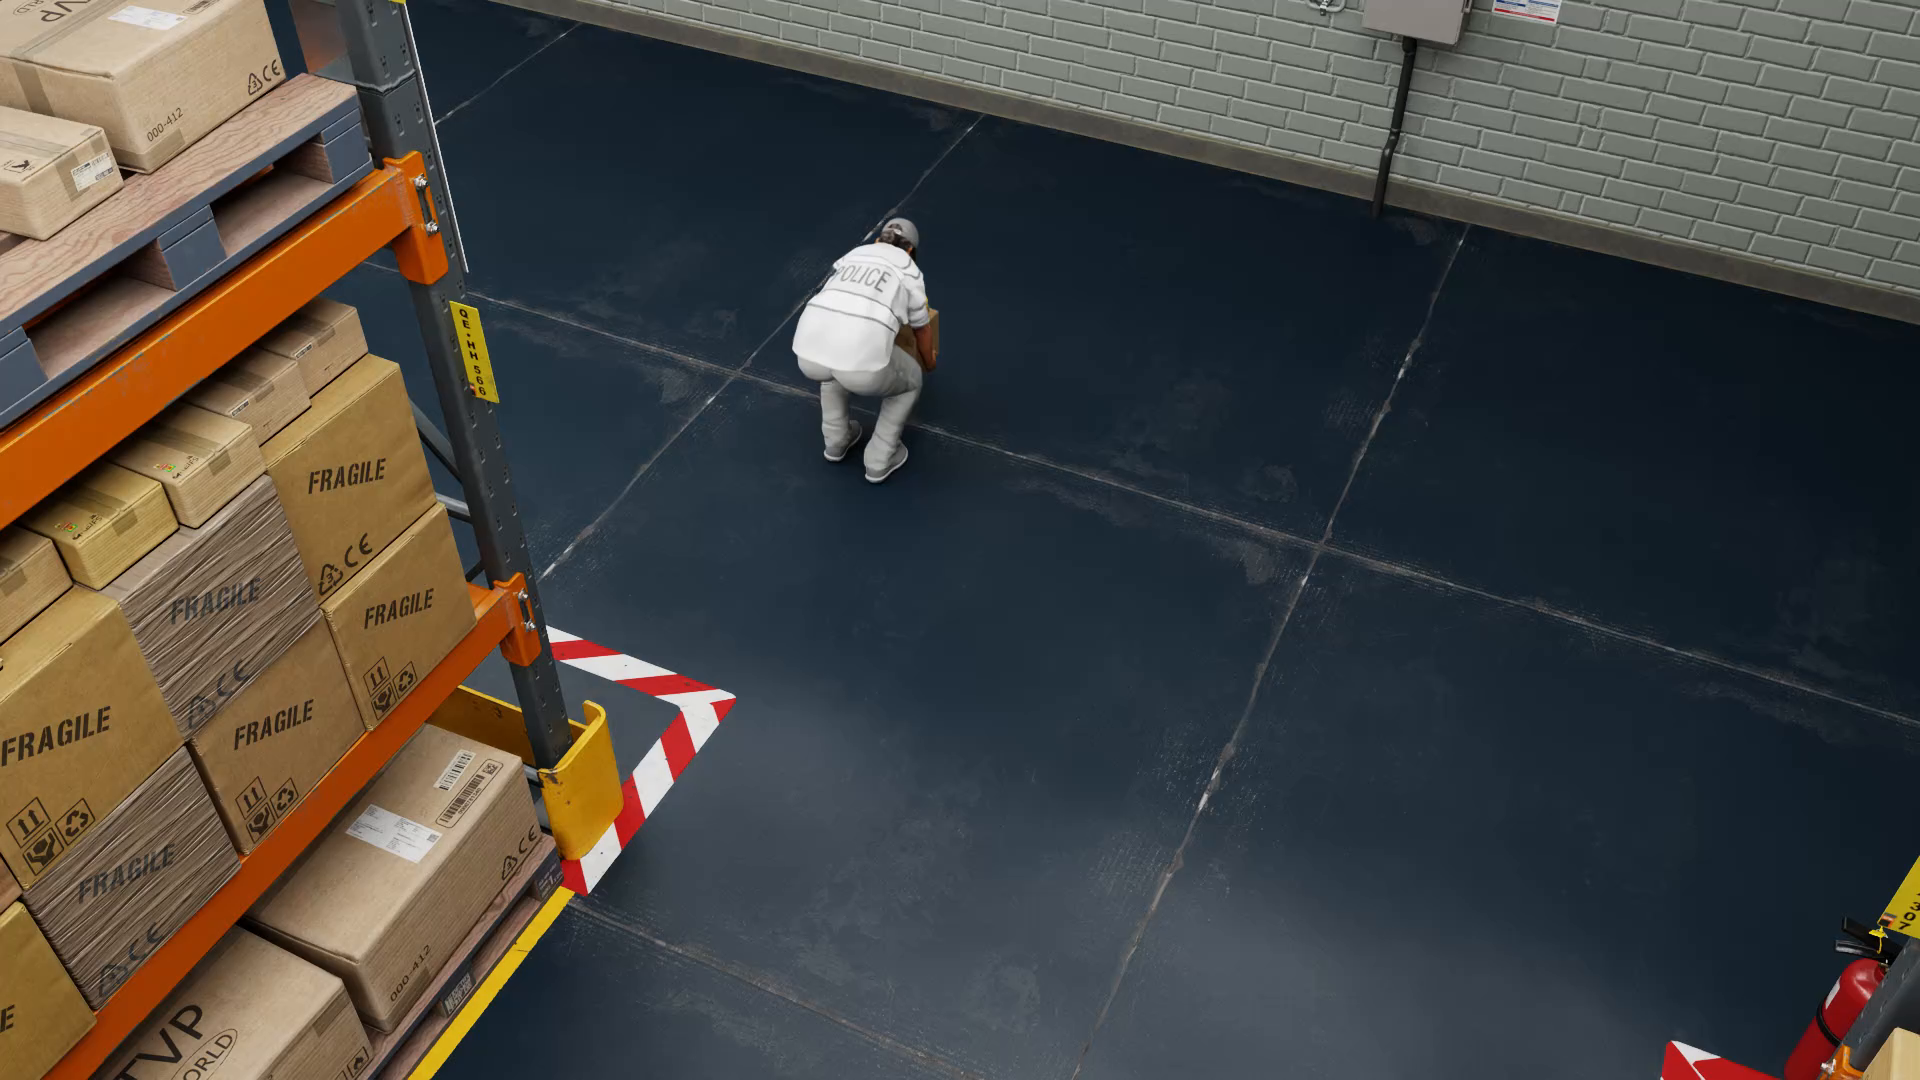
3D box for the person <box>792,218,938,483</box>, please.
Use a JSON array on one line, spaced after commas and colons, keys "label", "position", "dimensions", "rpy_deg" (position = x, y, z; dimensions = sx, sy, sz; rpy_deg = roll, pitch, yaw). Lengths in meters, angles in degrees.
[{"label": "person", "position": [-0.400, -0.846, 7.589], "dimensions": [0.502, 0.998, 0.938], "rpy_deg": [15, 44, 16]}]
